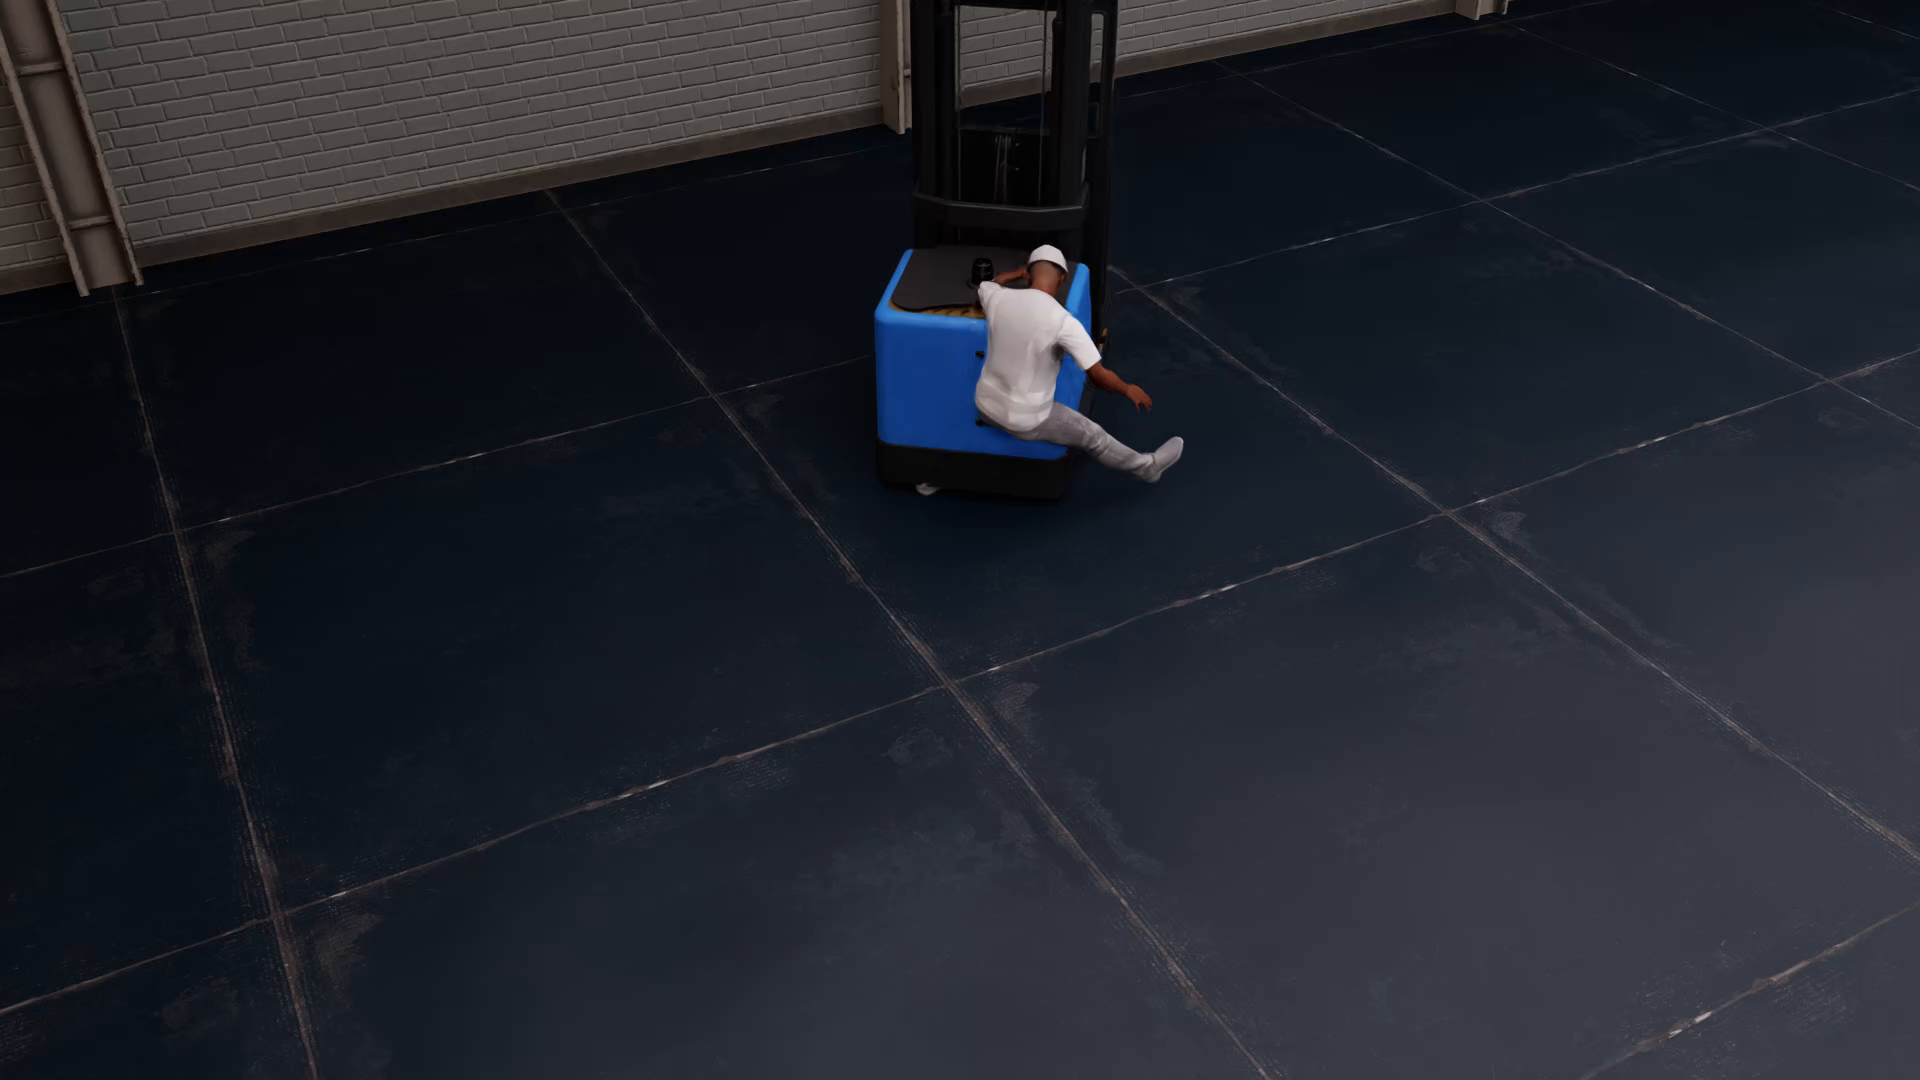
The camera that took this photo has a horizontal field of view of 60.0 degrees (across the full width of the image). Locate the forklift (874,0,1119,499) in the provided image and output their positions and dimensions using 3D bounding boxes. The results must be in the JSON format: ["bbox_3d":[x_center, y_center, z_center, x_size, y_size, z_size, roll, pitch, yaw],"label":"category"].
[{"bbox_3d":[0.326,-2.259,9.319,1.130,2.935,3.031,6,36,9],"label":"forklift"}]

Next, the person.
[{"bbox_3d":[0.478,-0.853,8.642,1.116,1.442,1.023,-28,44,-34],"label":"person"}]
